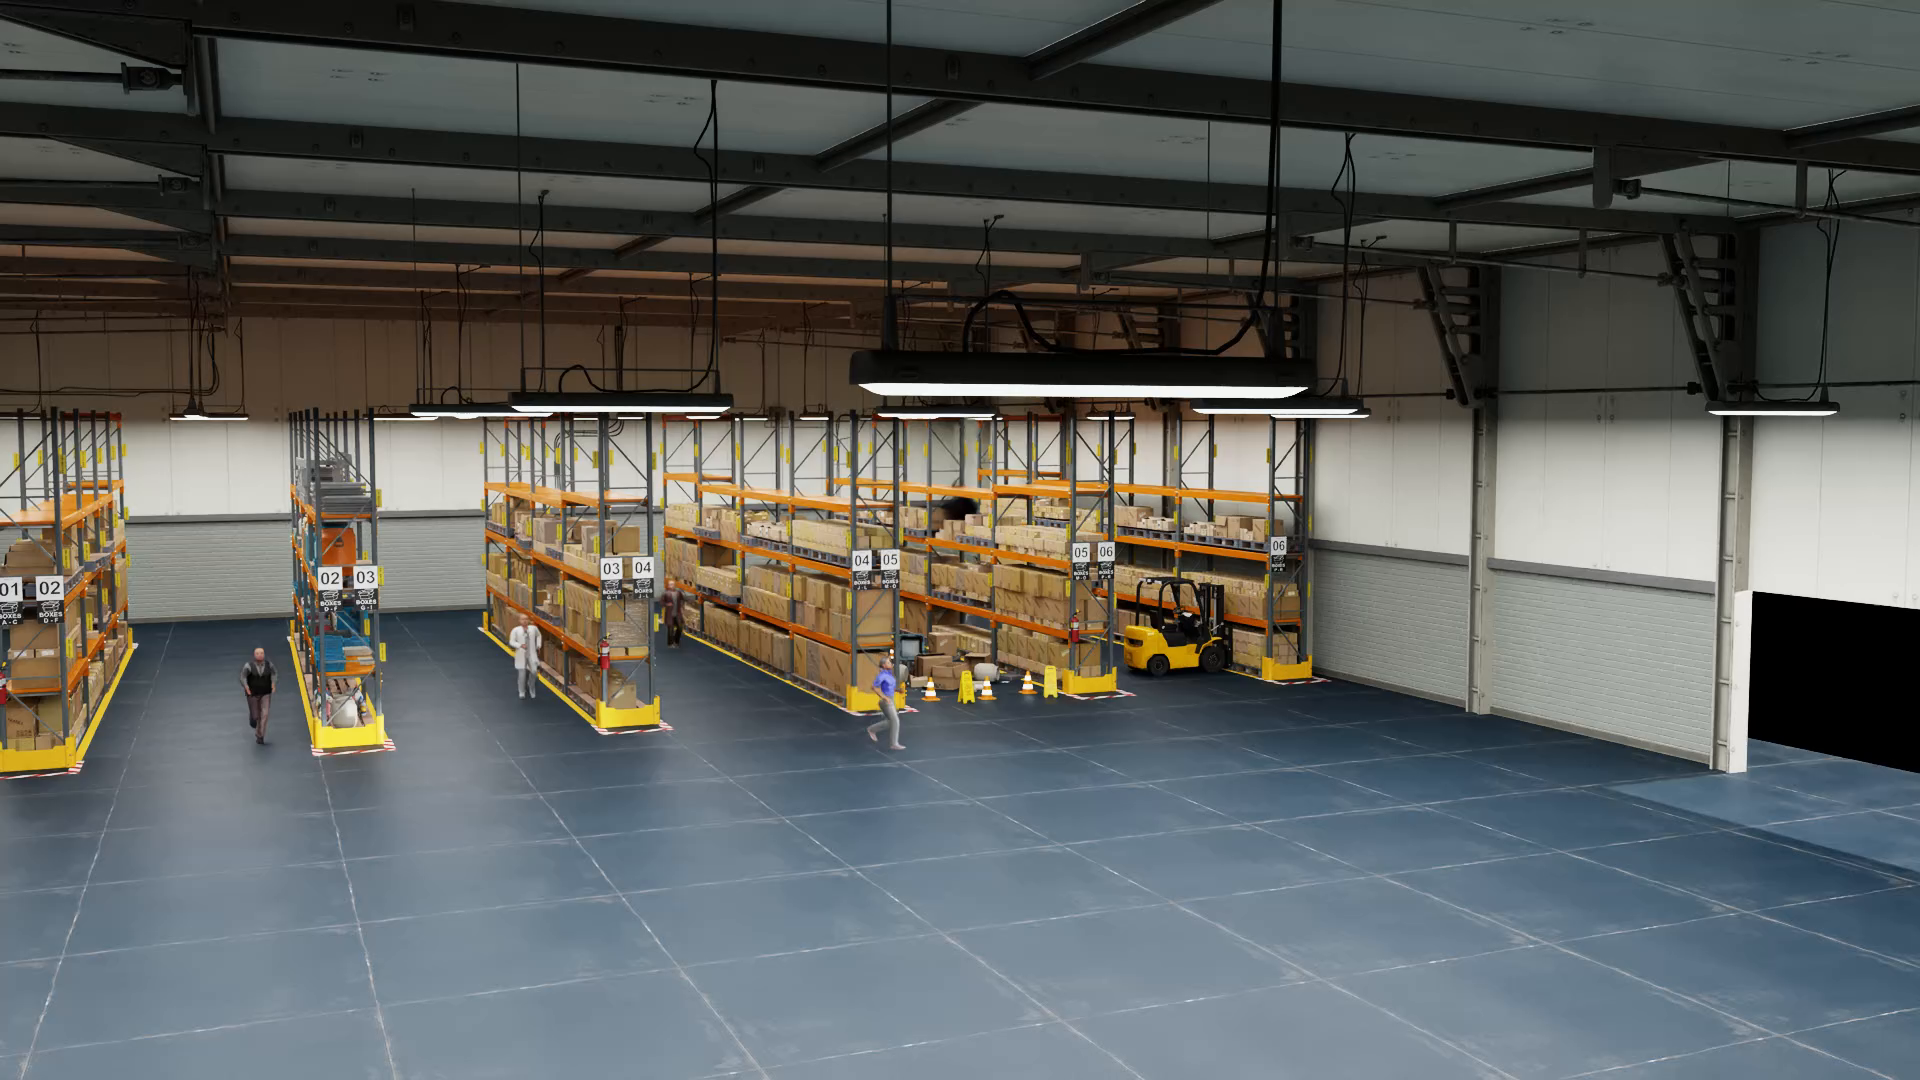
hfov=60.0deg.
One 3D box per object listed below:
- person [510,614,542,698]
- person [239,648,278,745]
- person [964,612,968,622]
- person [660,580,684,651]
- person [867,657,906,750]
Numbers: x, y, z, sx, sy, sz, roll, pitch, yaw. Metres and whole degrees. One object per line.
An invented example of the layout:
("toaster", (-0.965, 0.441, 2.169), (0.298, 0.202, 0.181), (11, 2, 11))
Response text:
("person", (-8.997, 2.419, 34.525), (0.684, 1.763, 0.766), (-2, 4, -22))
("person", (-12.617, 2.794, 29.963), (0.665, 1.698, 0.930), (-2, 5, -29))
("person", (-0.015, 1.673, 46.926), (0.543, 1.559, 0.544), (-3, 5, -35))
("person", (-7.209, 1.915, 41.883), (0.692, 1.788, 0.711), (-2, 4, -24))
("person", (-1.301, 2.867, 29.239), (0.724, 1.617, 0.597), (1, 4, 18))
